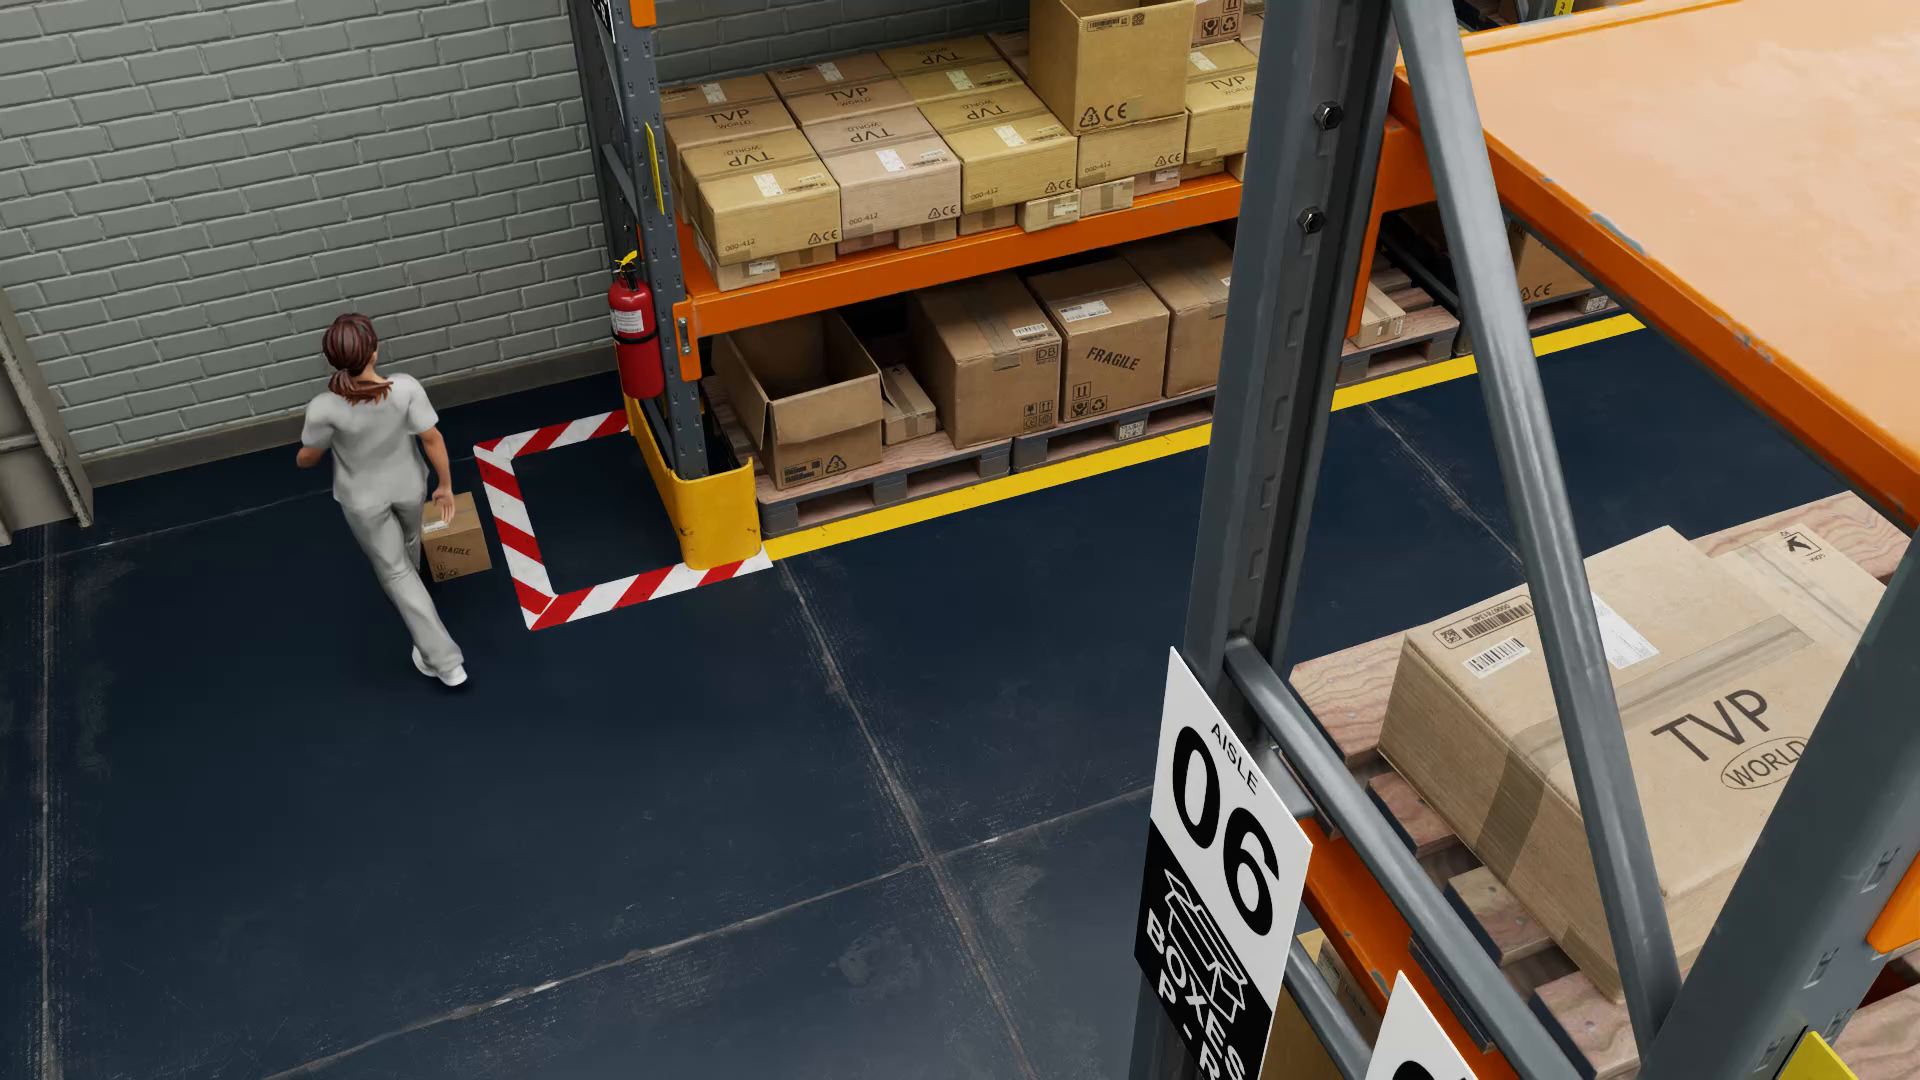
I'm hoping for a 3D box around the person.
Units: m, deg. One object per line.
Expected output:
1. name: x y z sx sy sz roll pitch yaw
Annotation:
1. person: -2.263 -0.244 6.446 0.497 1.617 0.946 -24 47 -24
